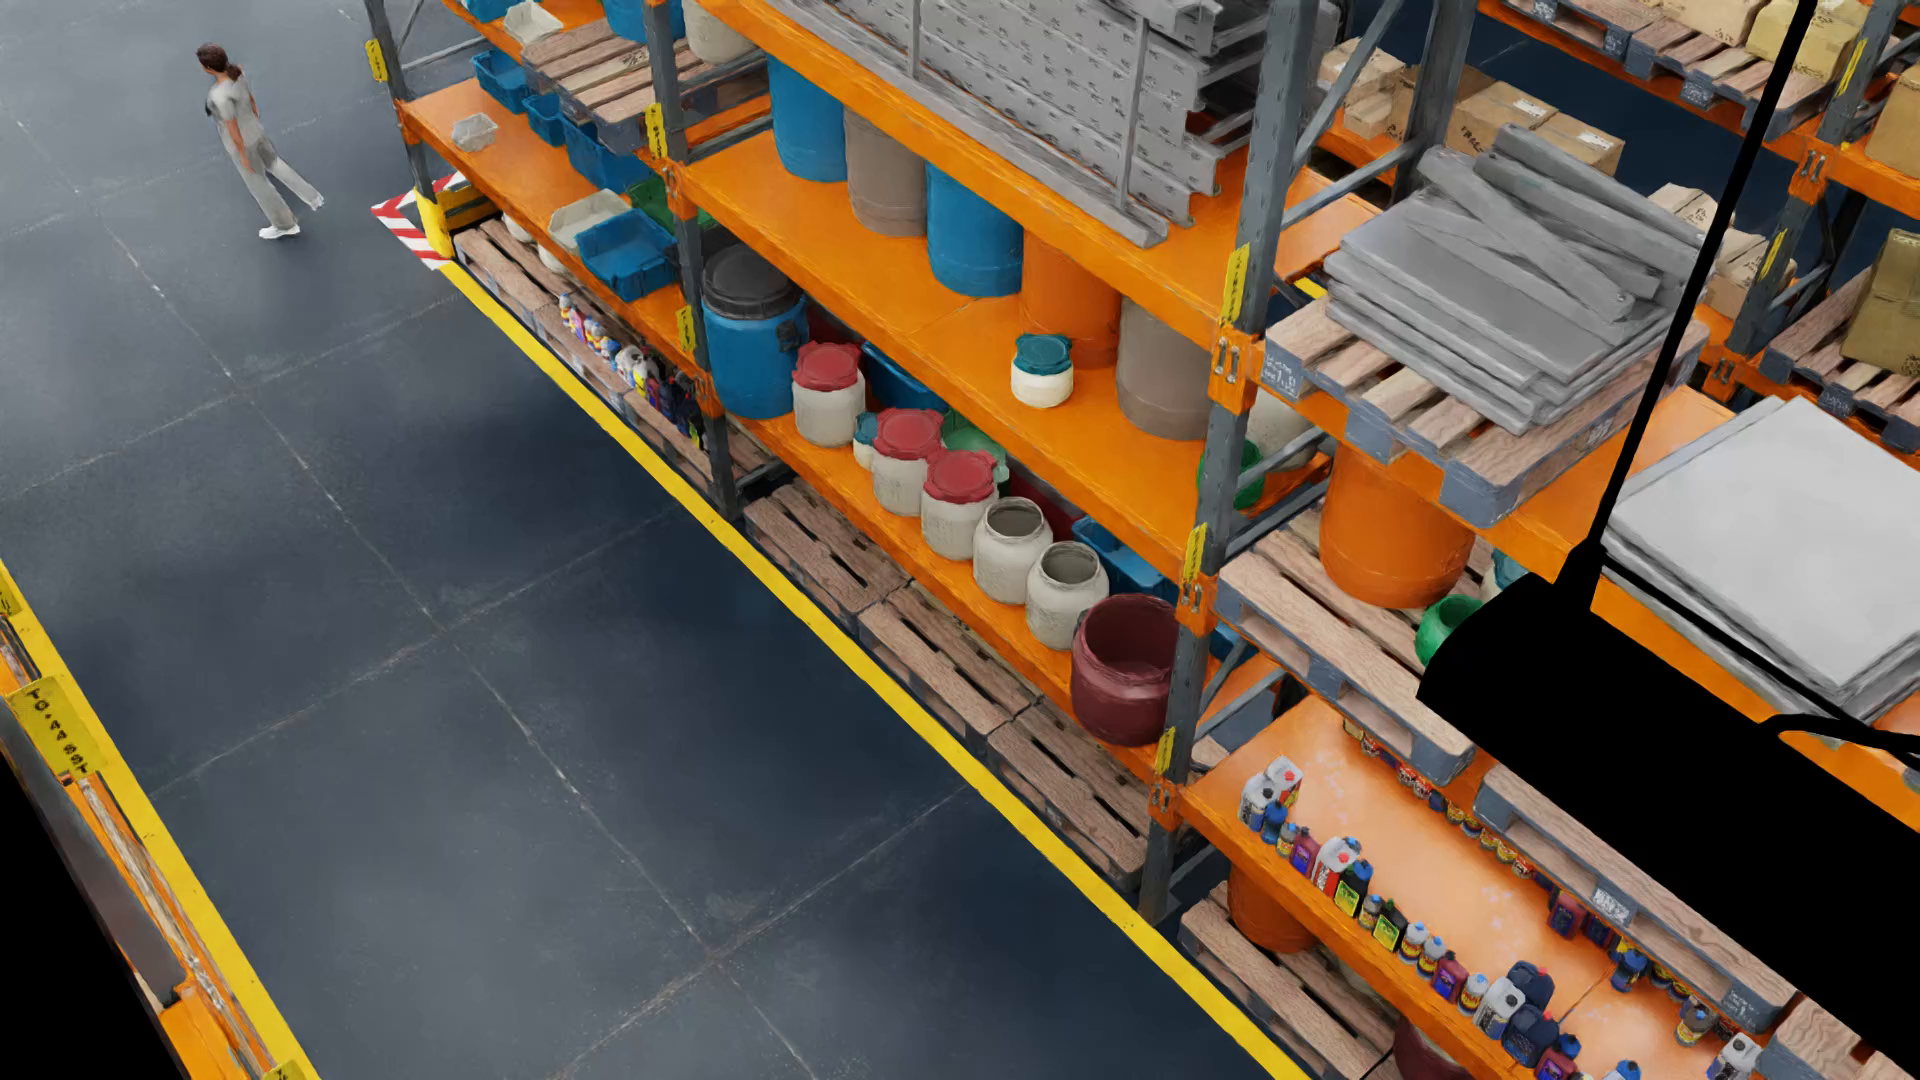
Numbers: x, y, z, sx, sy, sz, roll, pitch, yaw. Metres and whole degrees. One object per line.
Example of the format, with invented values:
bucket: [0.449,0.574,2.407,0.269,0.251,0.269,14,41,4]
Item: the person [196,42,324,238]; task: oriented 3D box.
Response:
person: [-5.369,-3.111,12.787,0.497,1.664,0.633,6,47,6]
